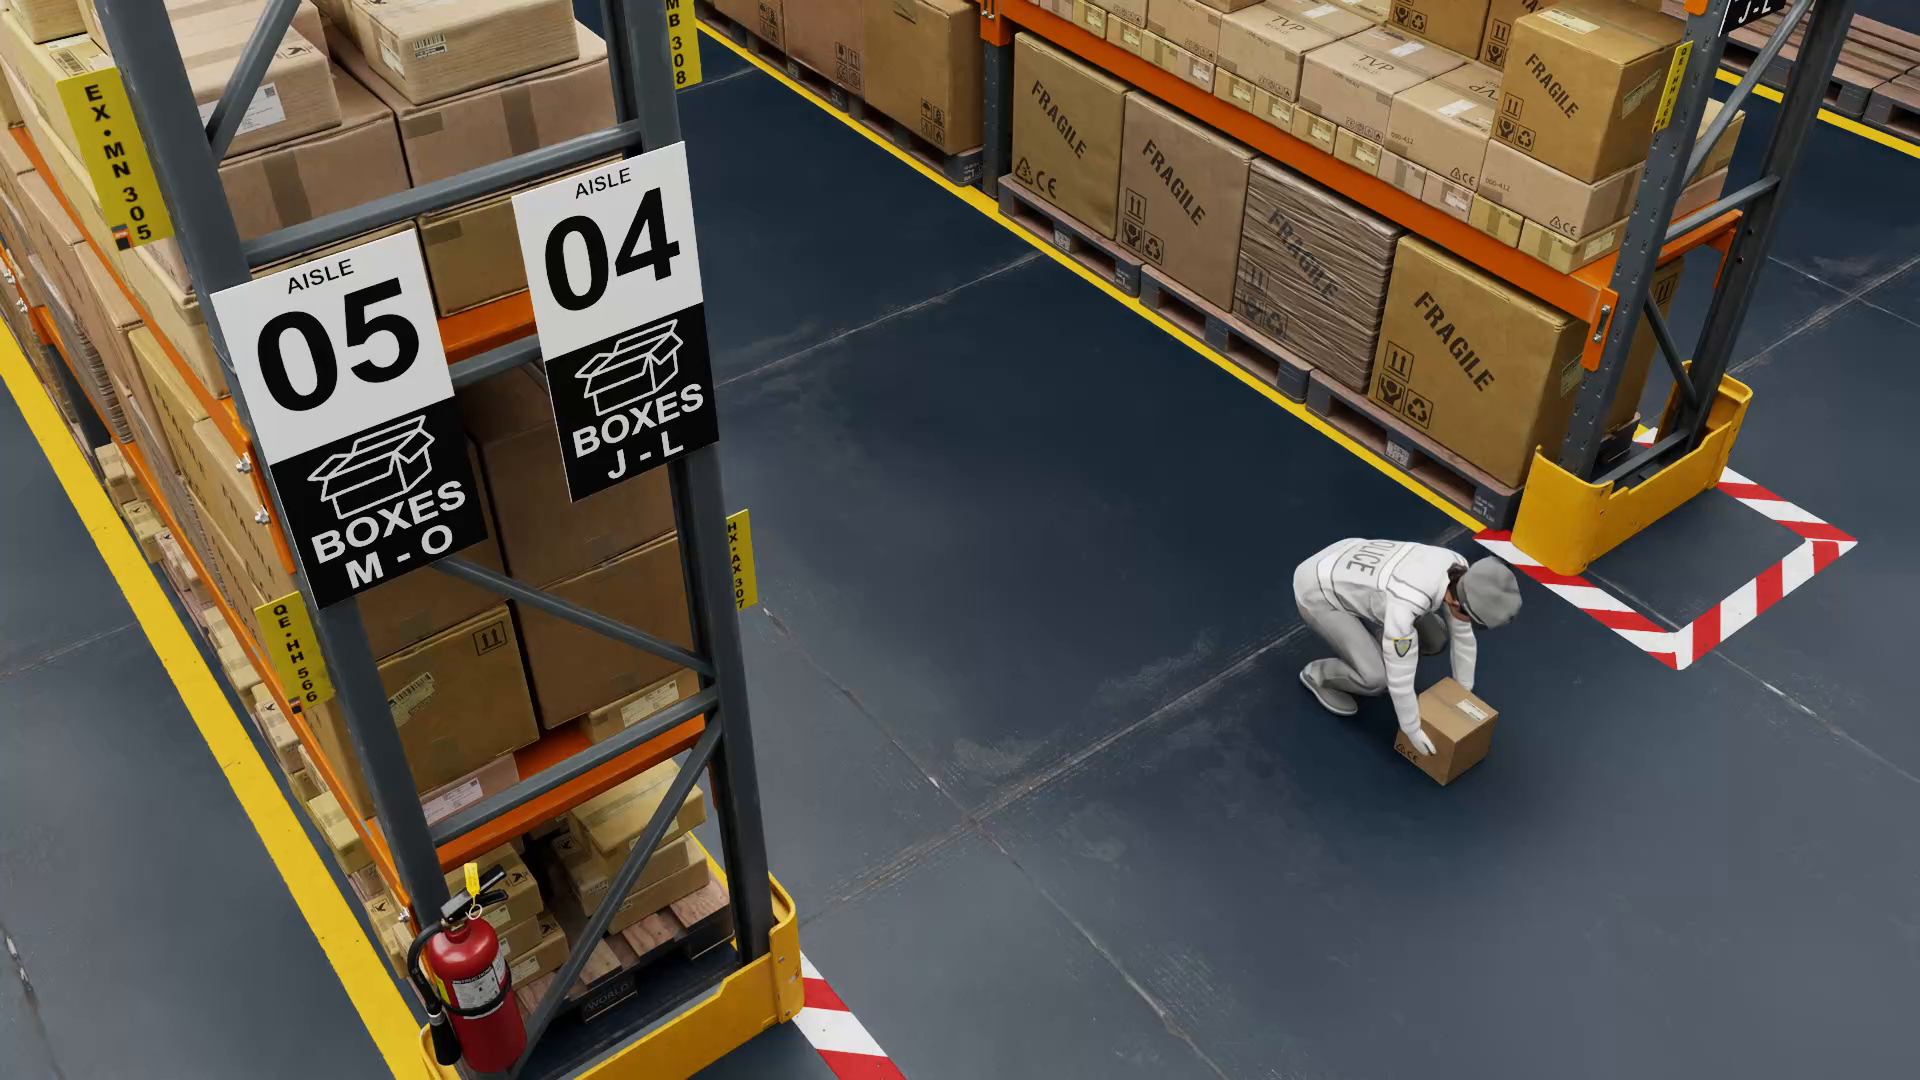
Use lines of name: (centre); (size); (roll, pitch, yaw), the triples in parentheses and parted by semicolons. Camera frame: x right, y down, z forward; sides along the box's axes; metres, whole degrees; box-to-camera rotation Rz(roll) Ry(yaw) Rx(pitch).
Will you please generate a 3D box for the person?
person: (1.682, 0.313, 6.387); (0.485, 0.899, 0.856); (-27, 47, -28)
